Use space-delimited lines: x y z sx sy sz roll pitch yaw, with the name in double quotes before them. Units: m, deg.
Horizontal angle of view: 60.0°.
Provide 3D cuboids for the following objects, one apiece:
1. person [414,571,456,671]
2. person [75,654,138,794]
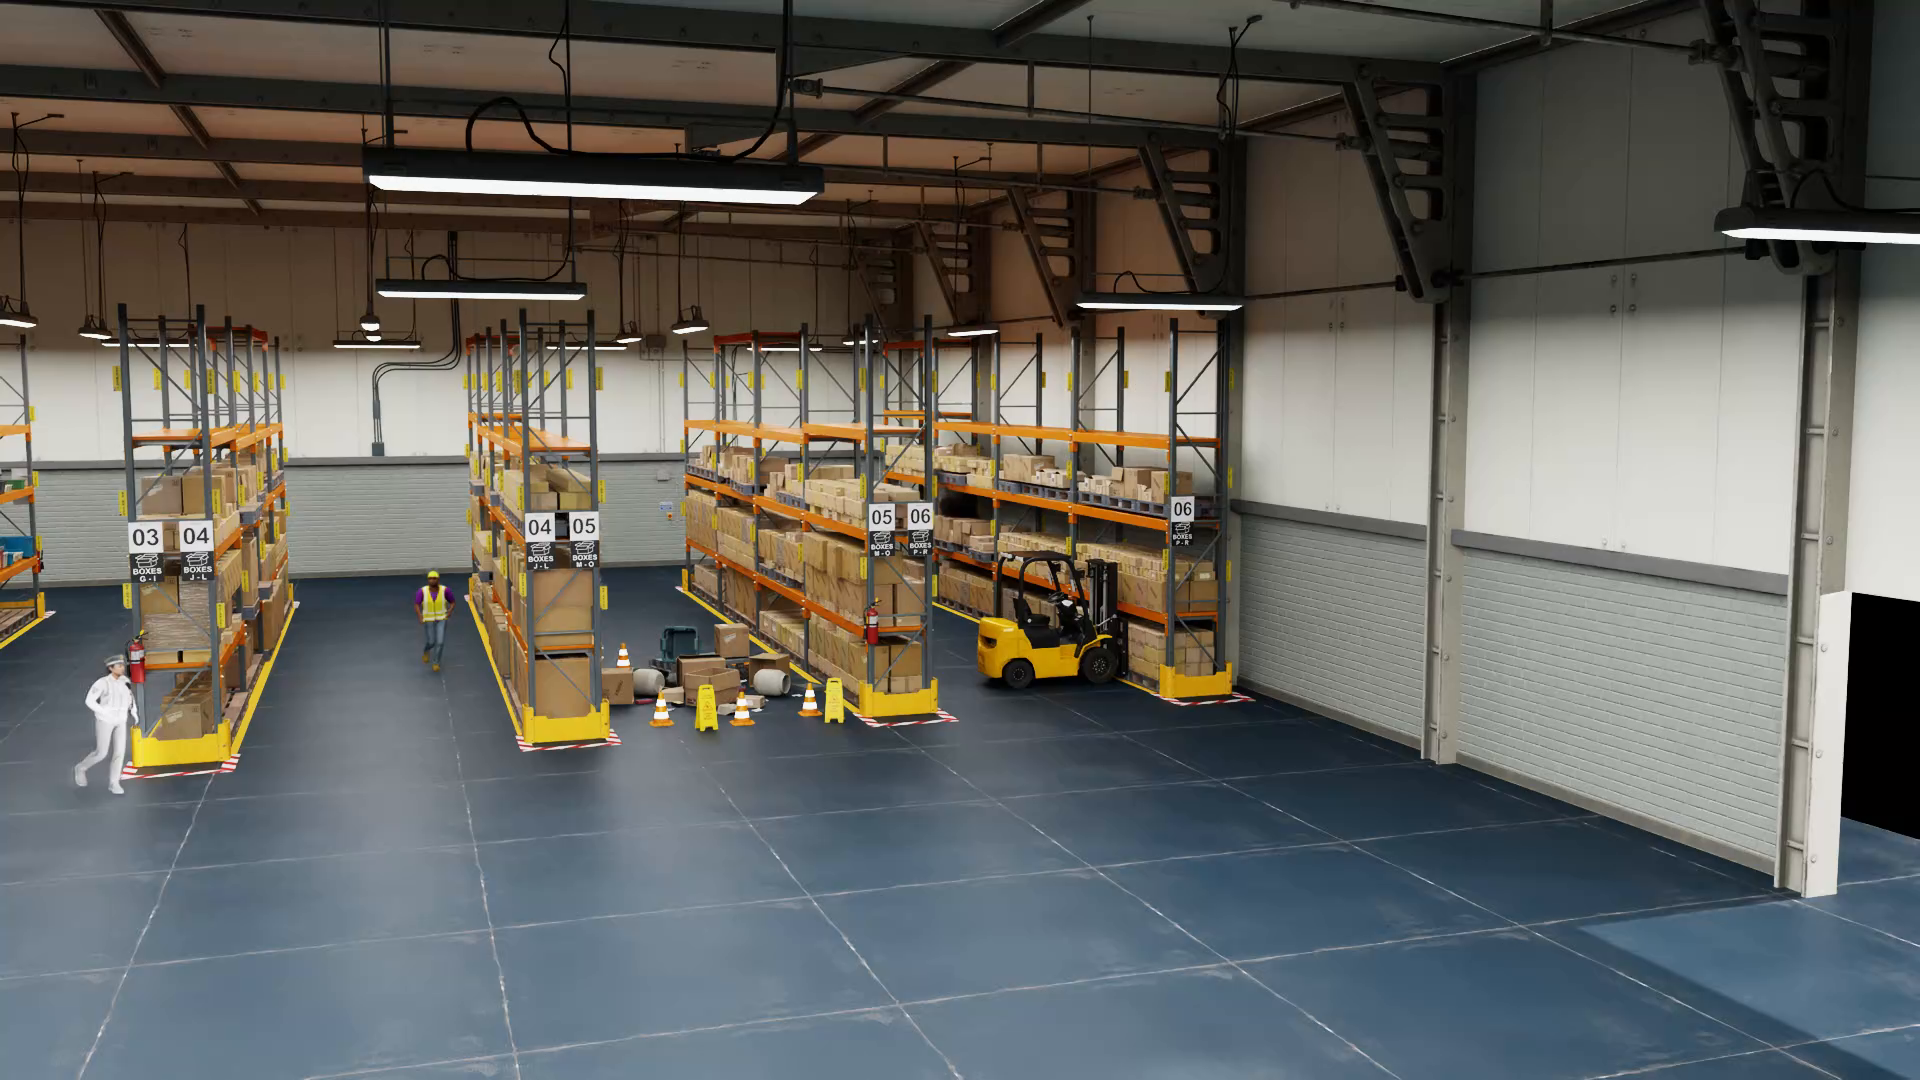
"person" -9.151 1.399 29.018 0.679 1.734 0.632 -2 6 -21
"person" -10.438 2.235 20.501 0.781 1.659 0.681 3 6 27
